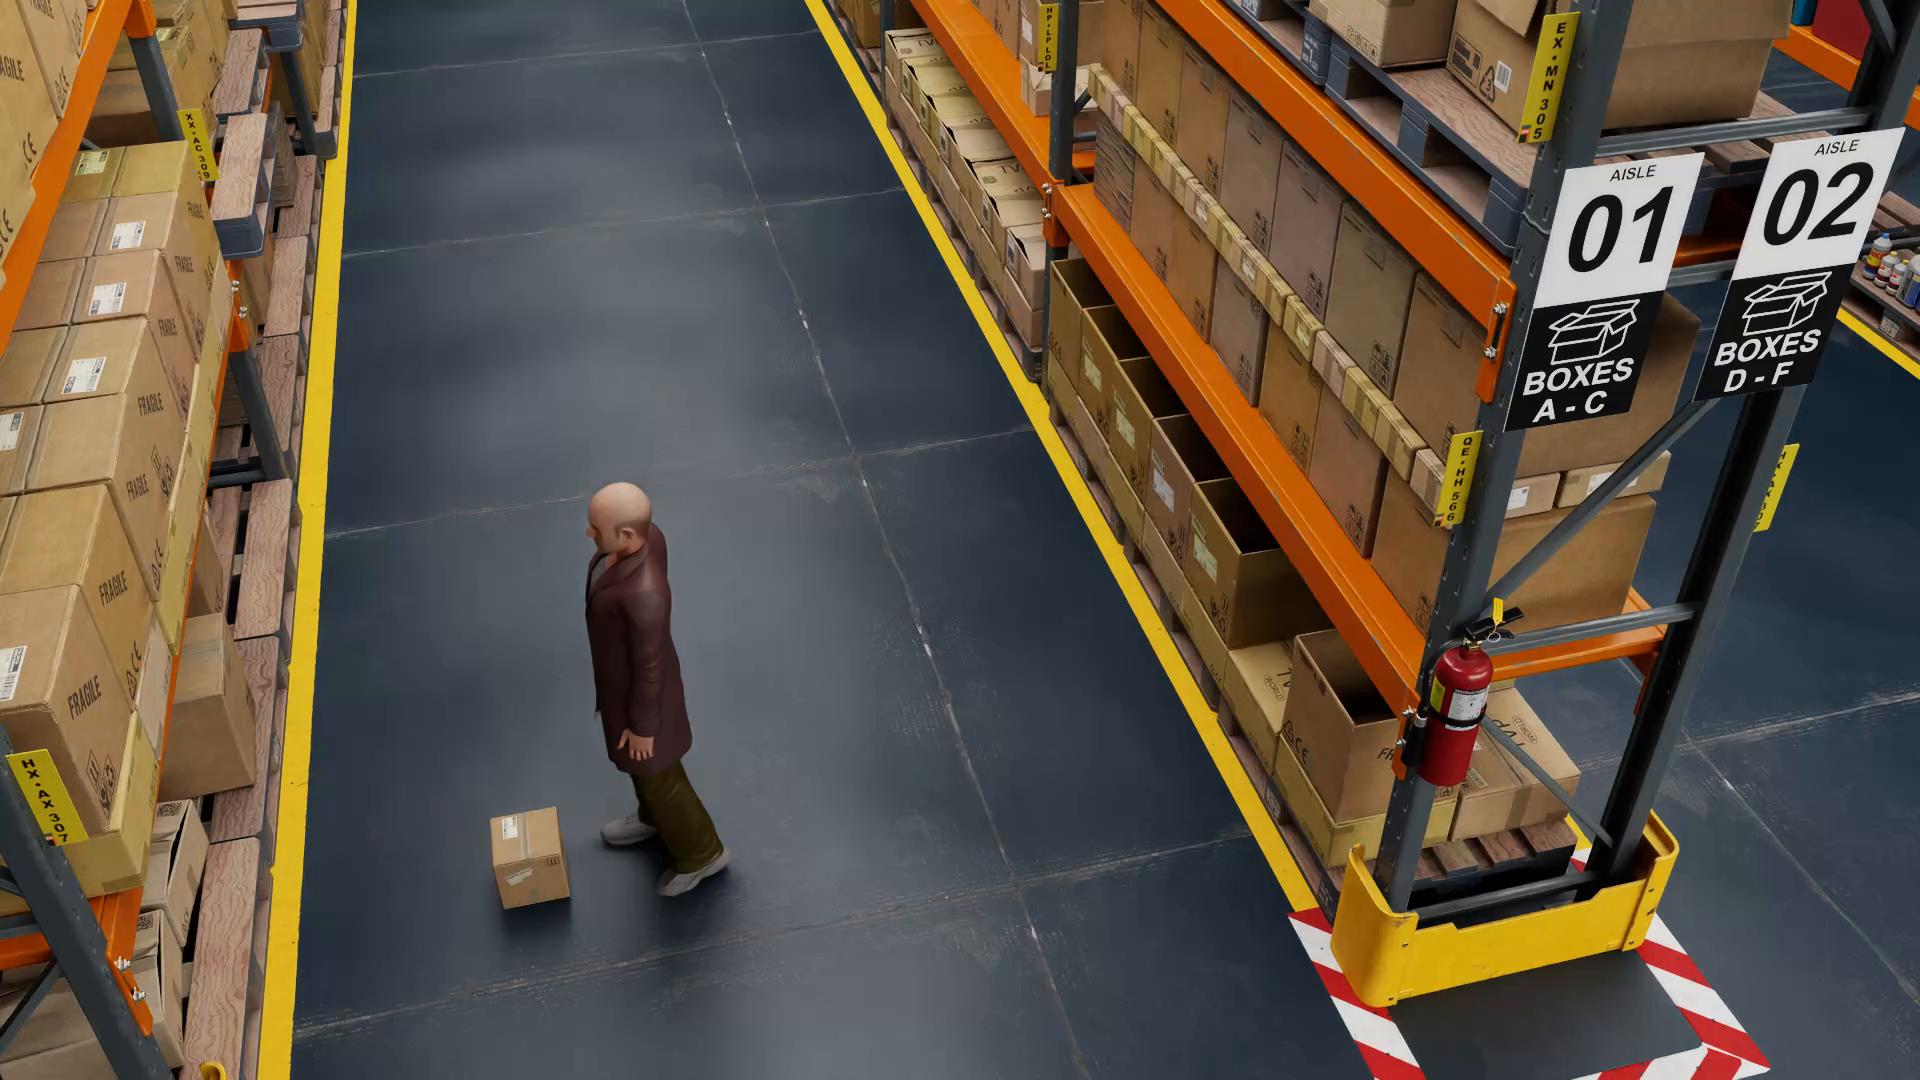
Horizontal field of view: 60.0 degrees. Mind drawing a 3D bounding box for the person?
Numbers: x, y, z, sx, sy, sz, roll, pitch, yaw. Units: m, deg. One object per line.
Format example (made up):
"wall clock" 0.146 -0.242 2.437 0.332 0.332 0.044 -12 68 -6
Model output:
"person" -1.160 0.568 6.044 0.489 1.850 0.577 -8 38 -11
